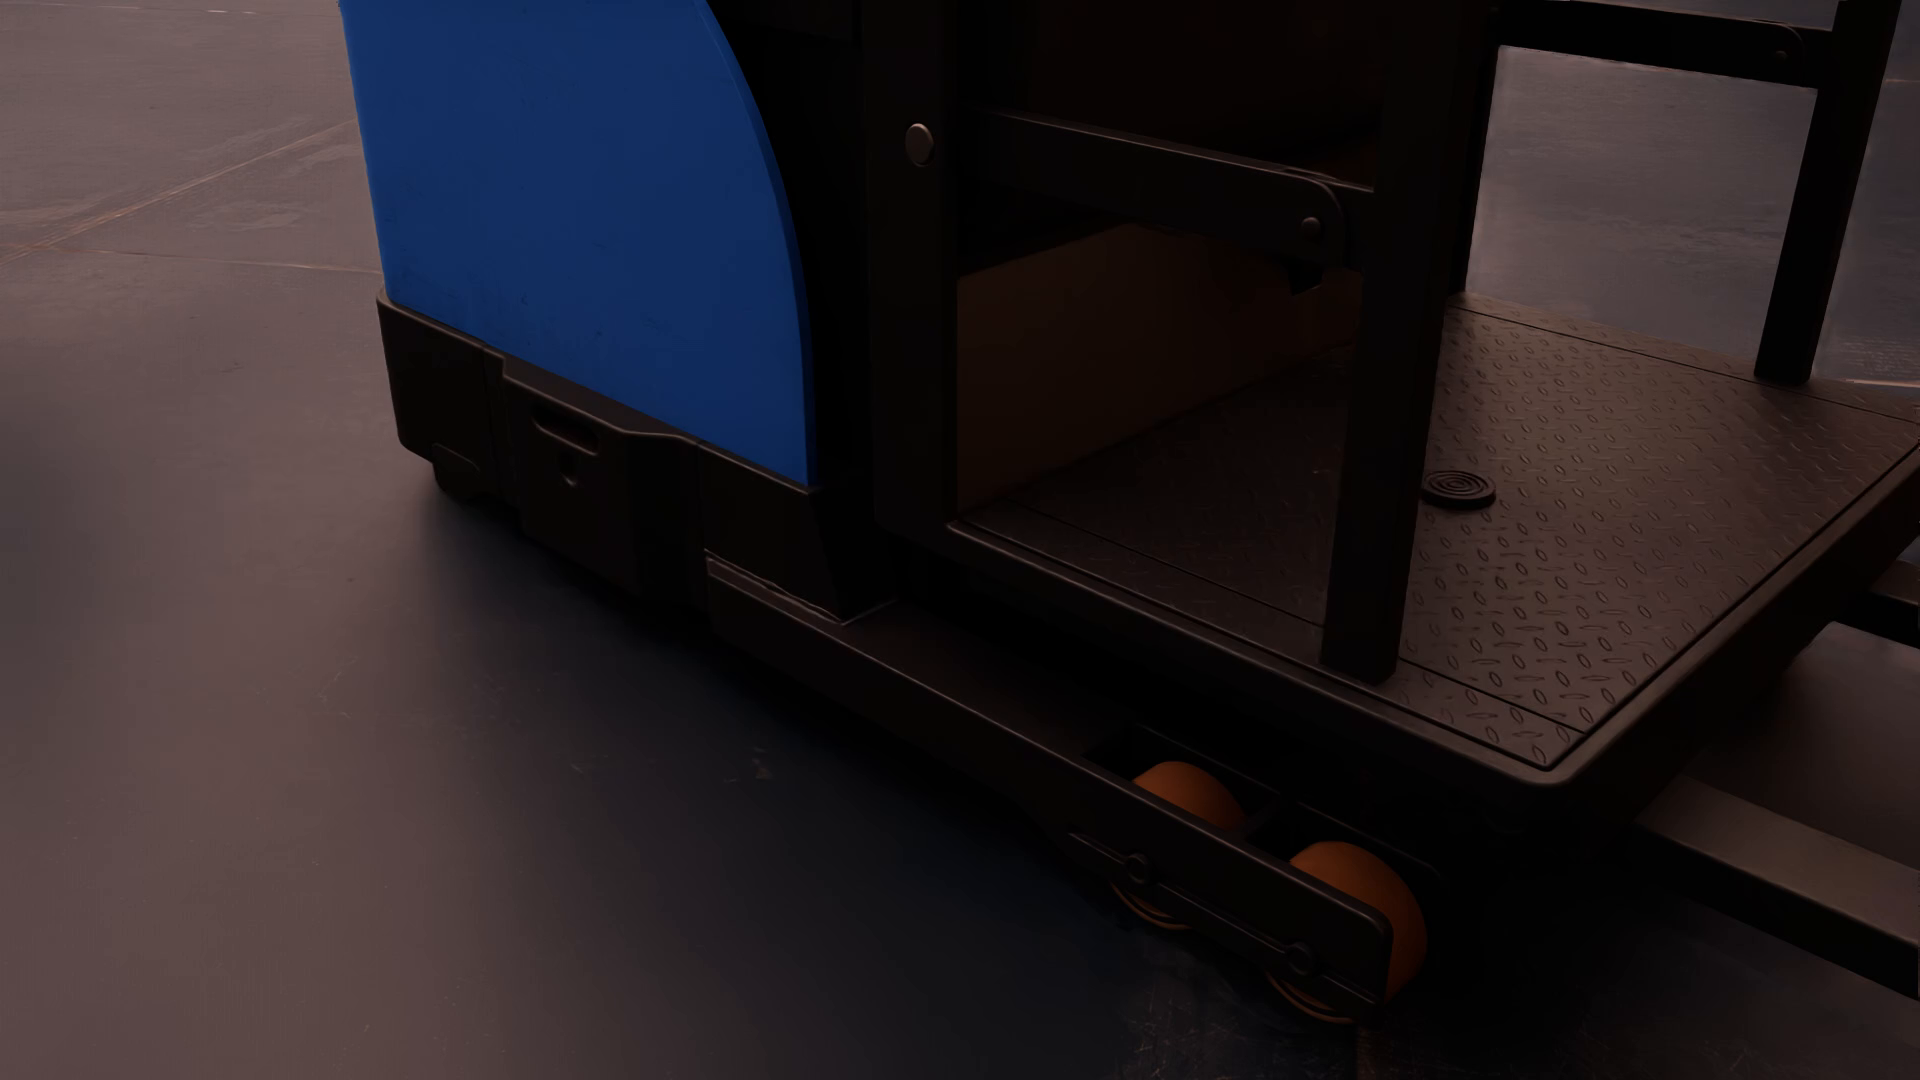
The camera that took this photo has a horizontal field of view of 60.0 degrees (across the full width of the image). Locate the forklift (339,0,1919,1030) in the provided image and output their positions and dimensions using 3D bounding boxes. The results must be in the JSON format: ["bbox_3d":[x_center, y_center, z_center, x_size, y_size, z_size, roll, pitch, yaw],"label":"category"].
[{"bbox_3d":[0.505,-1.115,1.456,3.031,2.935,1.130,24,35,38],"label":"forklift"}]
